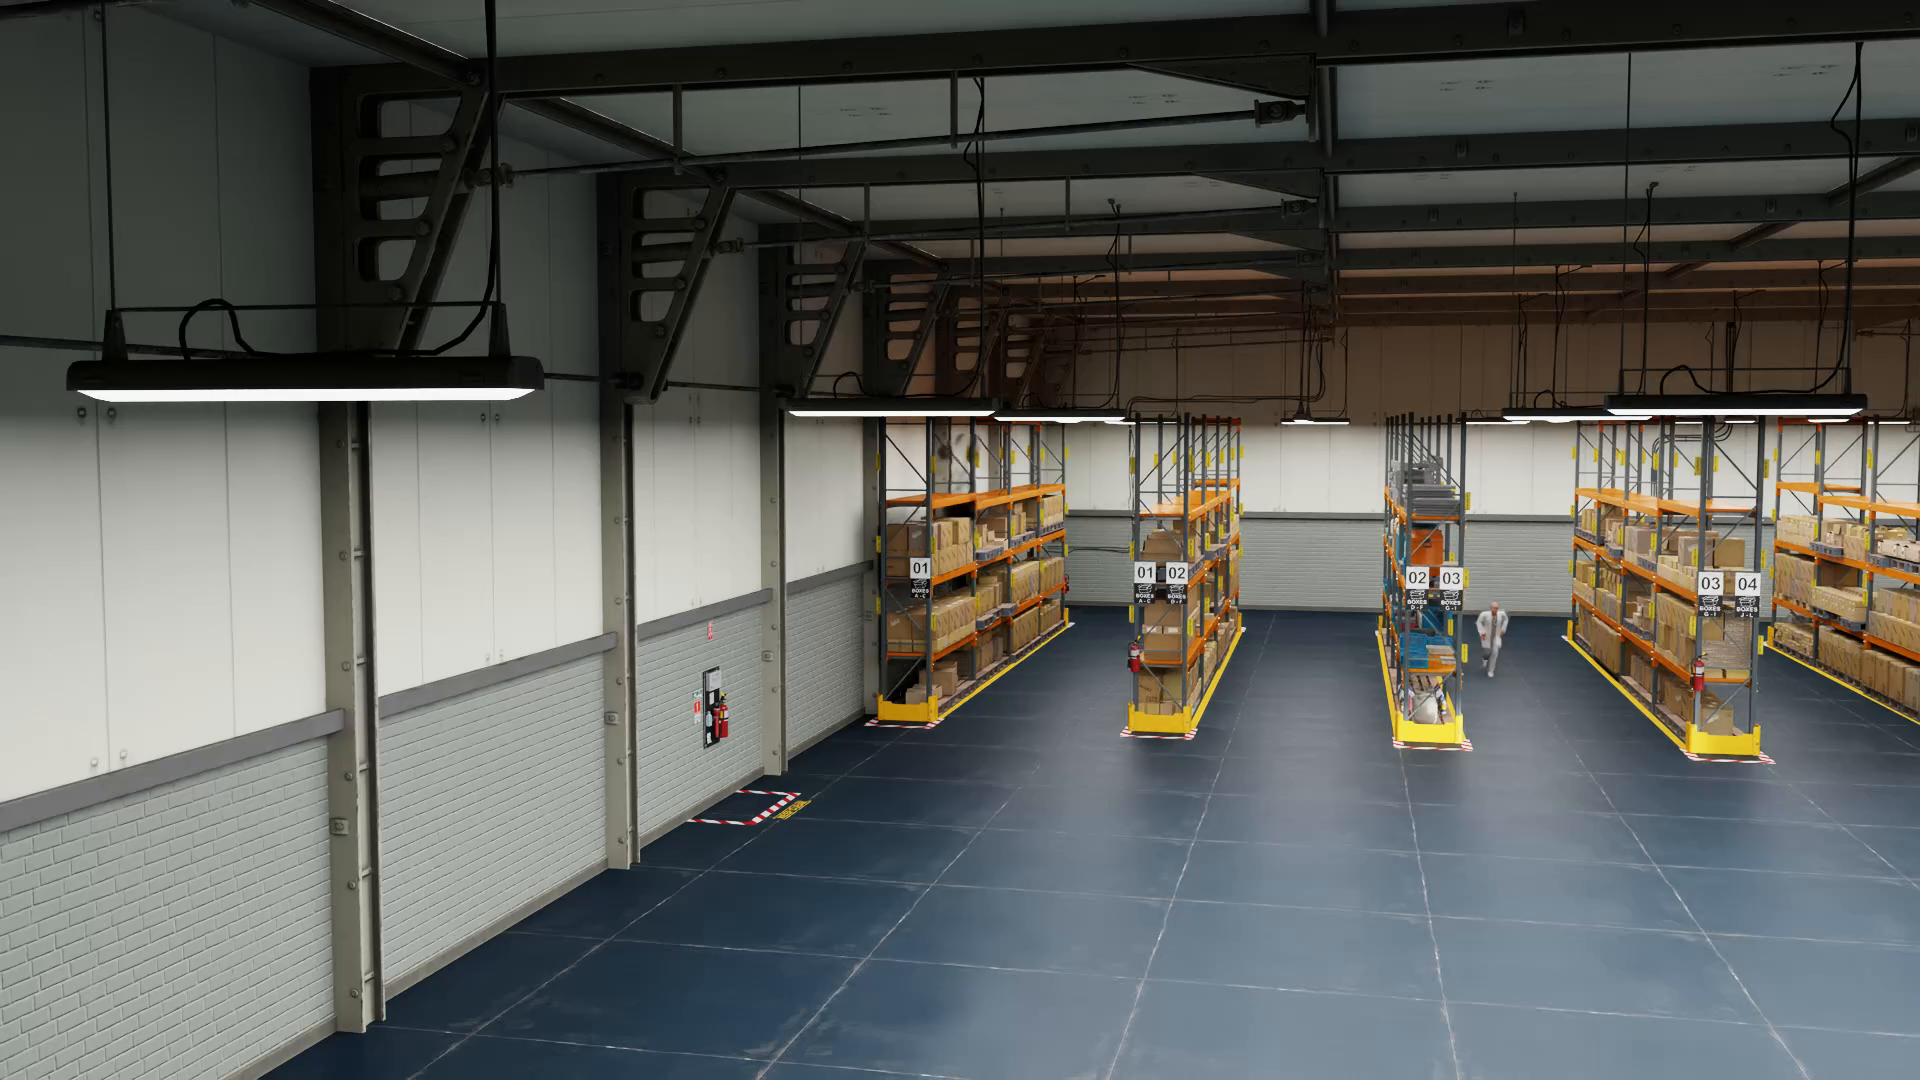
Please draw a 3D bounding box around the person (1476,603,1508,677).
[{"bbox_3d":[12.322,2.281,38.608,0.722,1.739,0.974,0,4,3],"label":"person"}]

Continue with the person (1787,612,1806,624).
[{"bbox_3d":[22.562,1.914,44.610,0.688,1.630,0.743,3,5,34],"label":"person"}]
